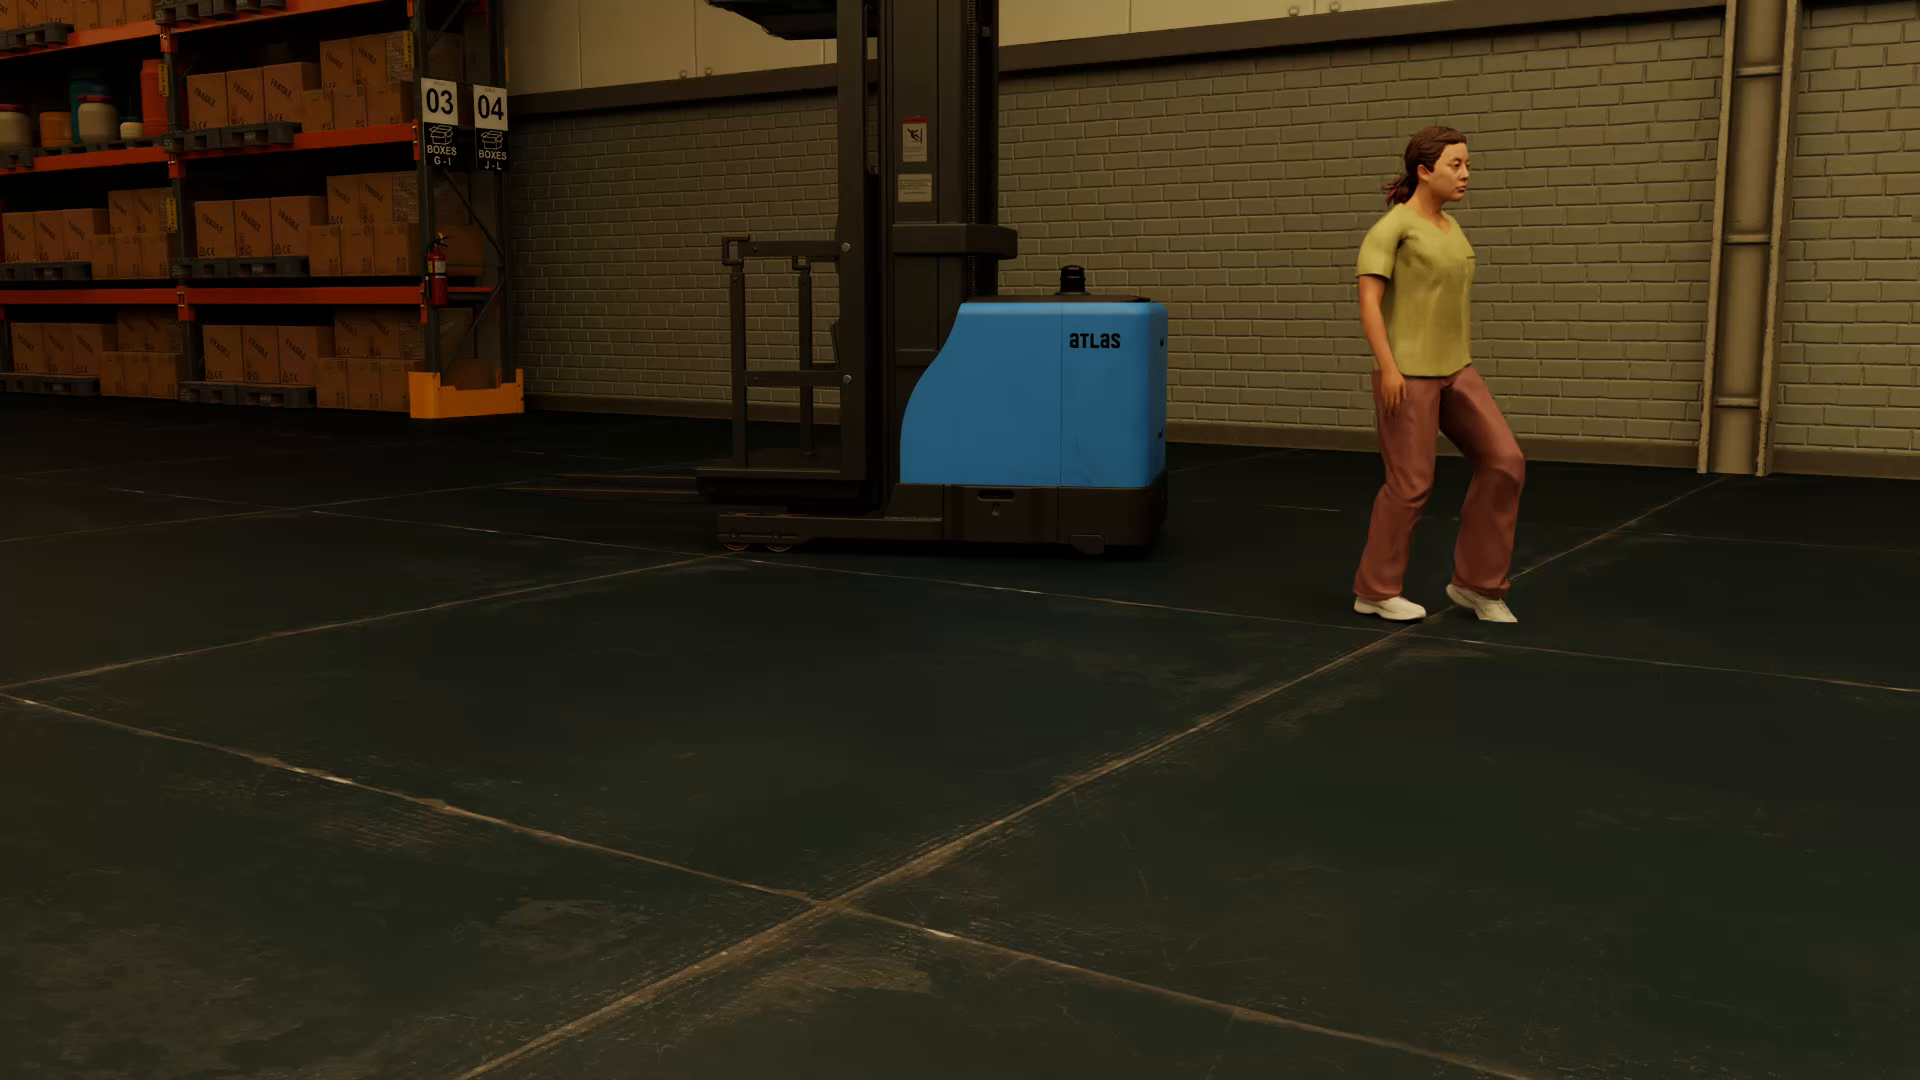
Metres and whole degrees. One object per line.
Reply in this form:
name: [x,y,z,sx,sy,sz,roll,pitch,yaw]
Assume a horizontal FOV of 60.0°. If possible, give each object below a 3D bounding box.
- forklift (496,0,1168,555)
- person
forklift: [-0.596,-1.469,7.520,3.031,2.935,1.130,2,8,12]
person: [1.582,-0.516,5.579,0.564,1.710,0.497,-6,10,-36]
